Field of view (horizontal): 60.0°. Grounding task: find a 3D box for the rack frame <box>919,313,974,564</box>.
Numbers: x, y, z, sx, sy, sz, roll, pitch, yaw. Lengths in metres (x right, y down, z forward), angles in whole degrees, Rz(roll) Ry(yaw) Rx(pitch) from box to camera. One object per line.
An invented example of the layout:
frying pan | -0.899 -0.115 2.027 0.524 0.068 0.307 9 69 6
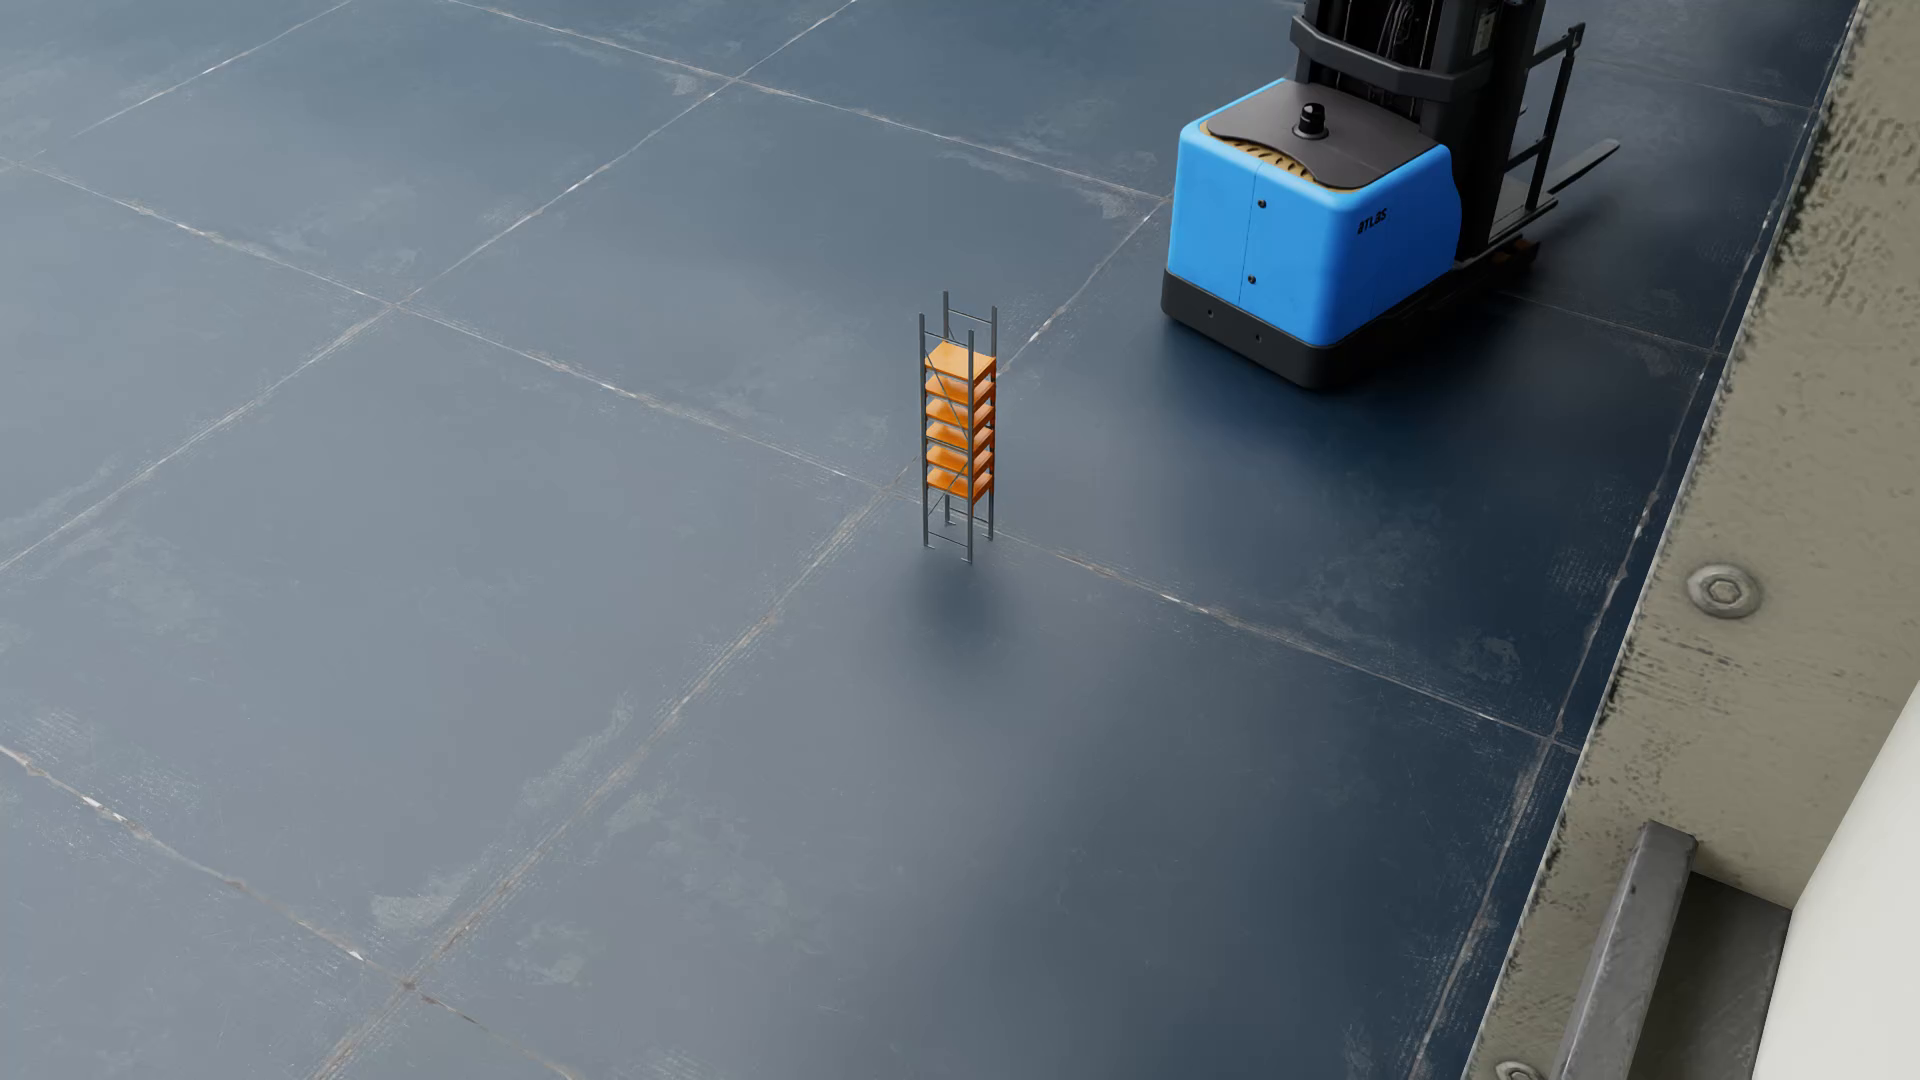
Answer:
rack frame | -0.053 -0.390 6.785 0.240 1.200 0.006 21 45 22

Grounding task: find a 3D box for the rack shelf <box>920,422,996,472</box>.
rack shelf | -0.007 -0.409 6.873 0.258 0.103 0.180 21 45 22

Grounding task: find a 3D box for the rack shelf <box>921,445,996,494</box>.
rack shelf | -0.007 -0.319 6.953 0.258 0.103 0.180 21 45 22

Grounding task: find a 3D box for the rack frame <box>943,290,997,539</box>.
rack frame | 0.039 -0.494 6.904 0.240 1.200 0.006 21 45 22

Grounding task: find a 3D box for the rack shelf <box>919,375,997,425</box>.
rack shelf | -0.007 -0.589 6.715 0.258 0.103 0.180 21 45 22

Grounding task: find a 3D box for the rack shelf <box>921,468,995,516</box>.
rack shelf | -0.007 -0.229 7.032 0.258 0.103 0.180 21 45 22

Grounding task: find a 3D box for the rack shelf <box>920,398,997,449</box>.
rack shelf | -0.007 -0.499 6.794 0.258 0.103 0.180 21 45 22

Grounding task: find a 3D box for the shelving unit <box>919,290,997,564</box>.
shelving unit | -0.007 -0.442 6.844 0.258 1.200 0.189 21 45 22

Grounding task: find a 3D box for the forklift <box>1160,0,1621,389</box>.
forklift | 2.442 -2.676 8.071 3.031 2.935 1.130 -32 50 -31

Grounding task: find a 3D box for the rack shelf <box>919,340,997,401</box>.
rack shelf | -0.007 -0.679 6.635 0.258 0.103 0.180 21 45 22
